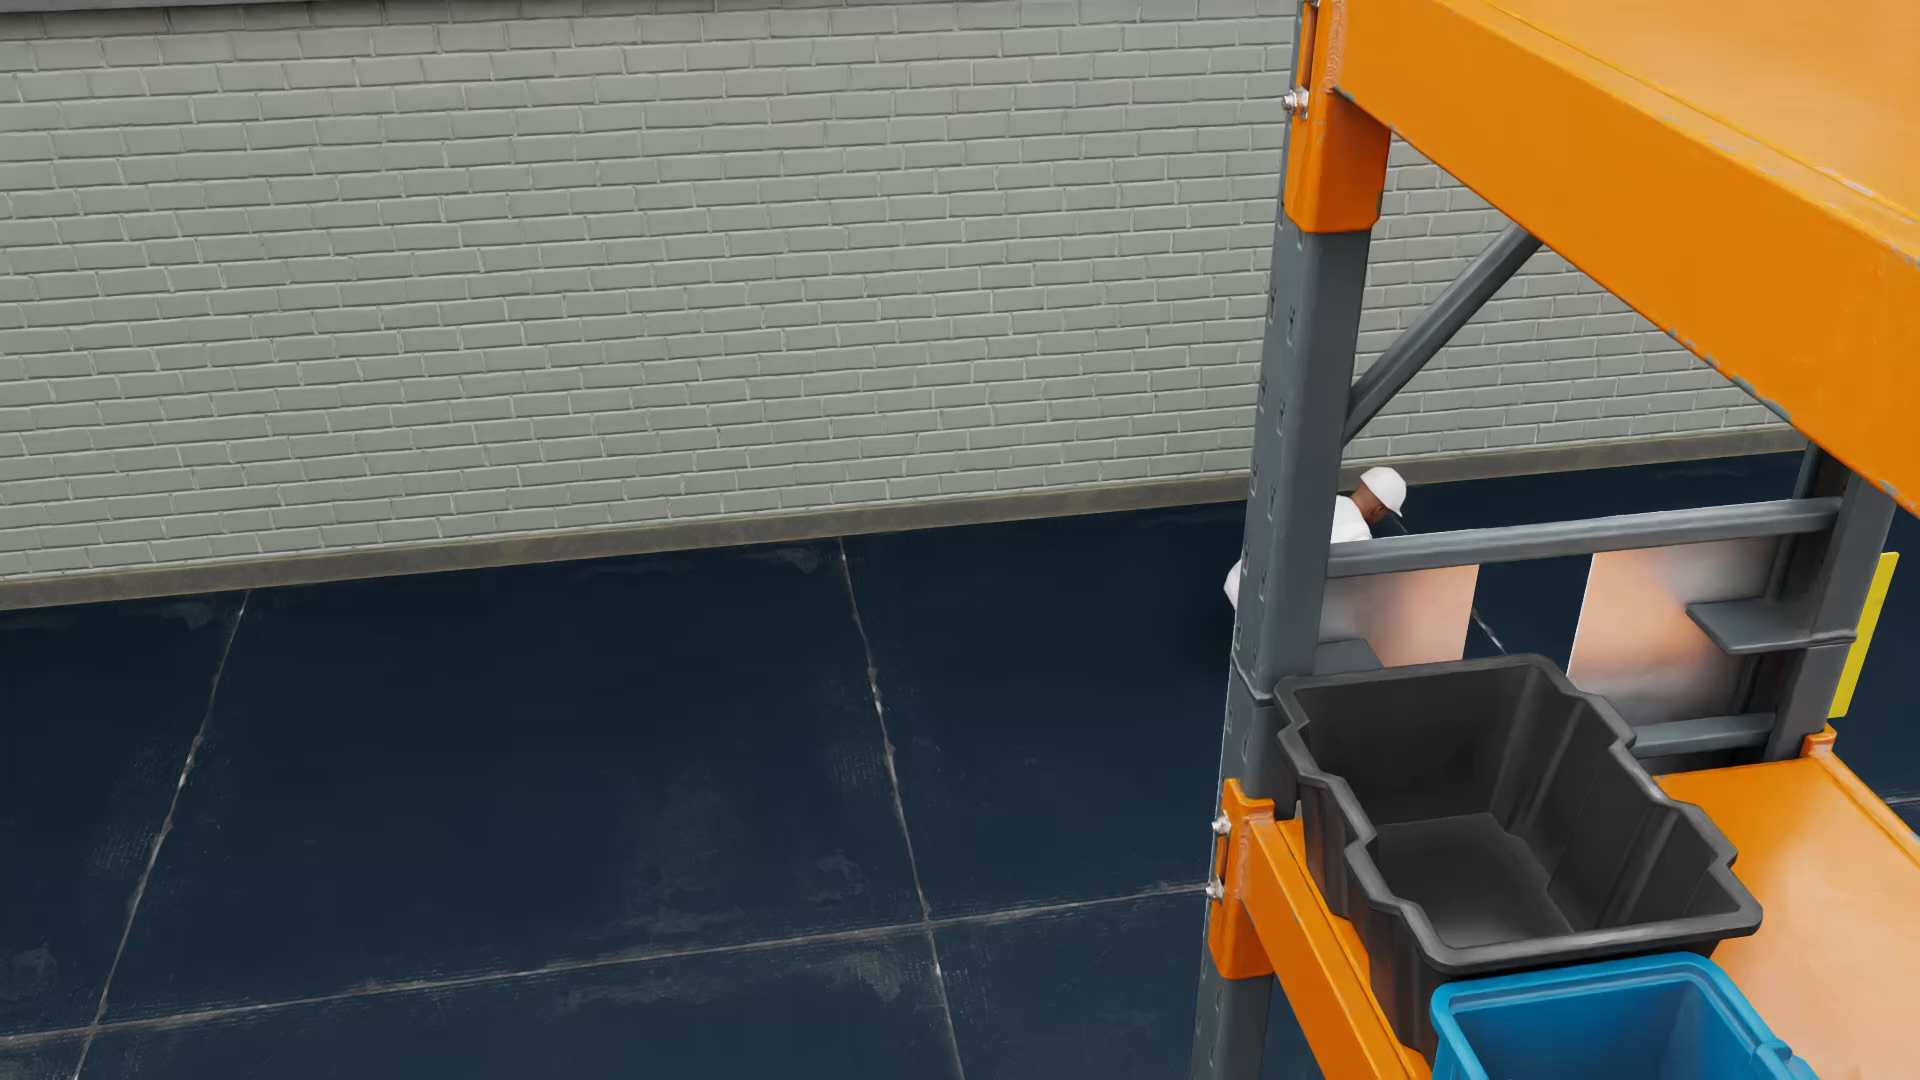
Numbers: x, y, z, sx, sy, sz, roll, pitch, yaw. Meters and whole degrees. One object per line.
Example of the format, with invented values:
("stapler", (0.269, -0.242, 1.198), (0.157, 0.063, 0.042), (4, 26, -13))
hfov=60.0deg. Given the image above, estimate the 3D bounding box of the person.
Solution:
("person", (1.653, 0.154, 7.612), (0.865, 0.999, 0.588), (-5, 31, -9))
